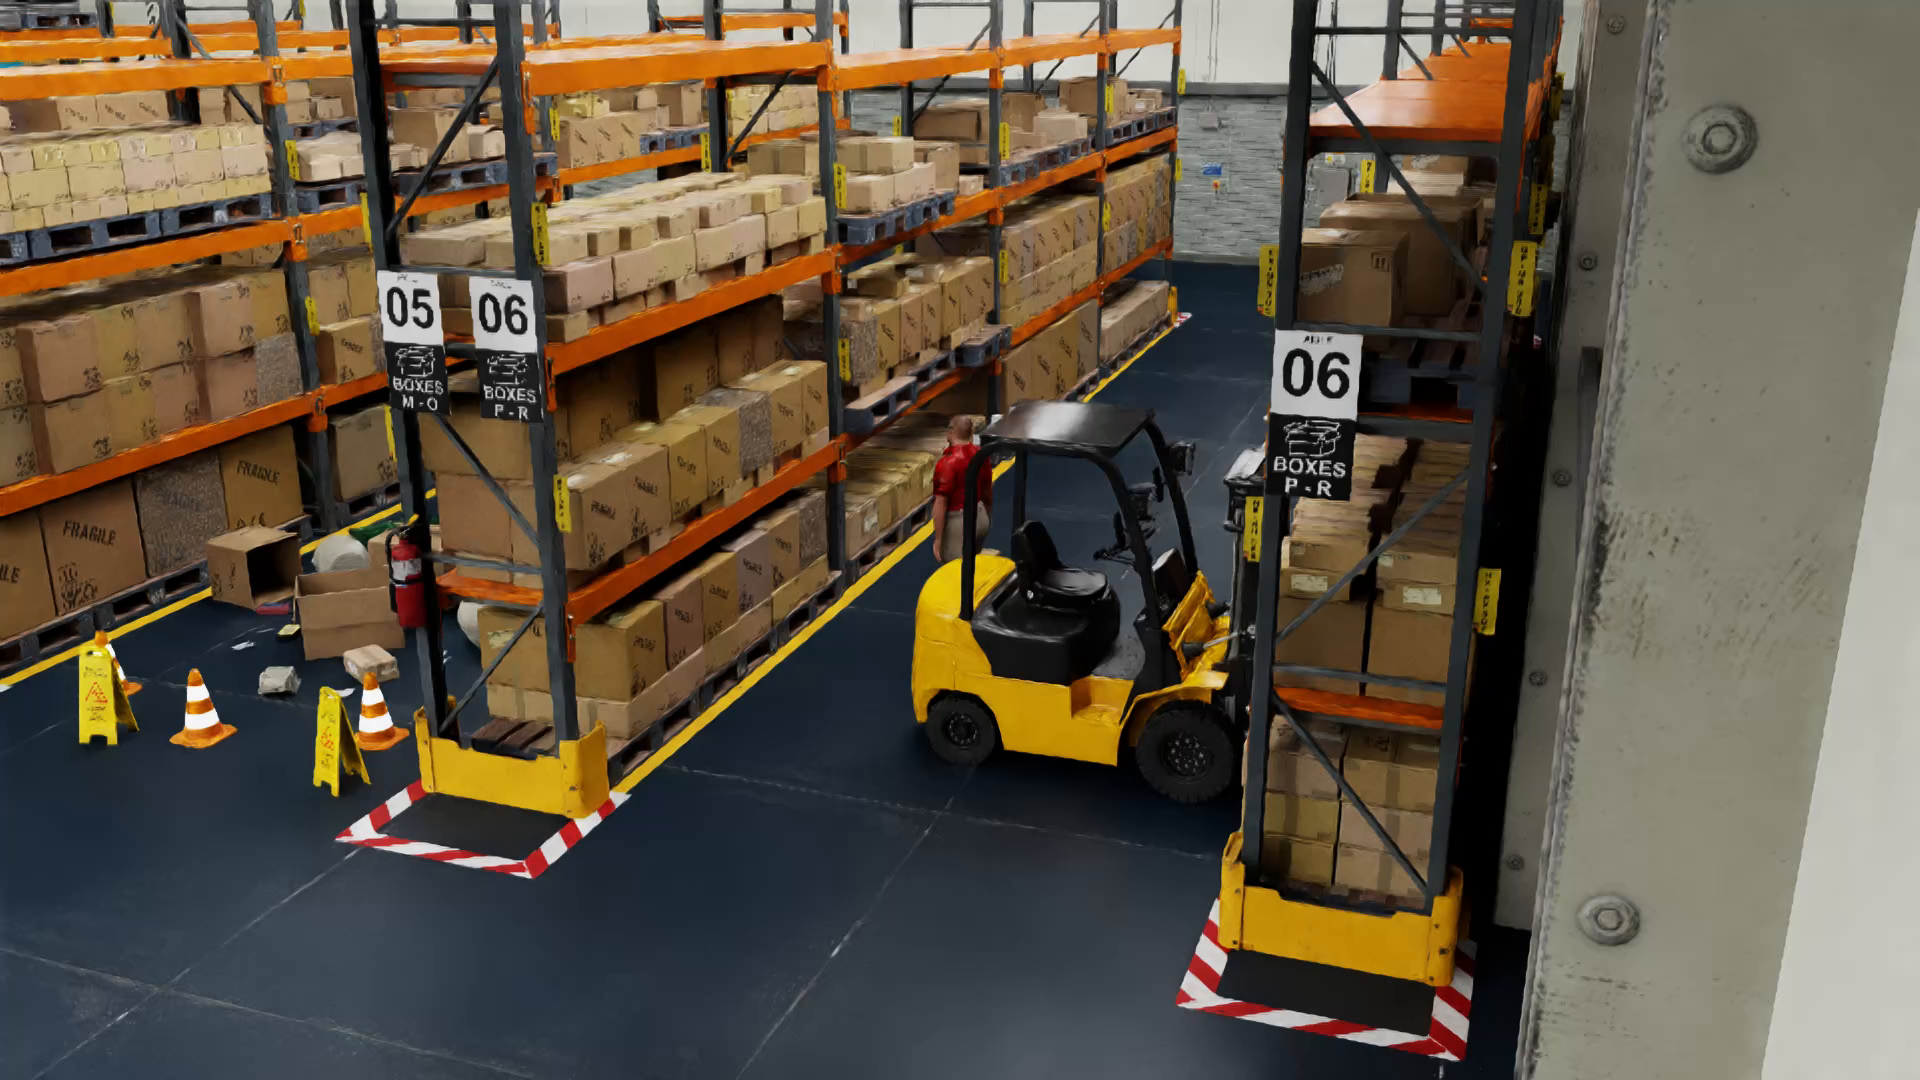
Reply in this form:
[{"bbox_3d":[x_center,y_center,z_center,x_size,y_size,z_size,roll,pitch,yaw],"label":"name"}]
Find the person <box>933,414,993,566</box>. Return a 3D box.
[{"bbox_3d":[-0.040,-0.109,12.347,0.607,1.725,0.733,13,23,35],"label":"person"}]
